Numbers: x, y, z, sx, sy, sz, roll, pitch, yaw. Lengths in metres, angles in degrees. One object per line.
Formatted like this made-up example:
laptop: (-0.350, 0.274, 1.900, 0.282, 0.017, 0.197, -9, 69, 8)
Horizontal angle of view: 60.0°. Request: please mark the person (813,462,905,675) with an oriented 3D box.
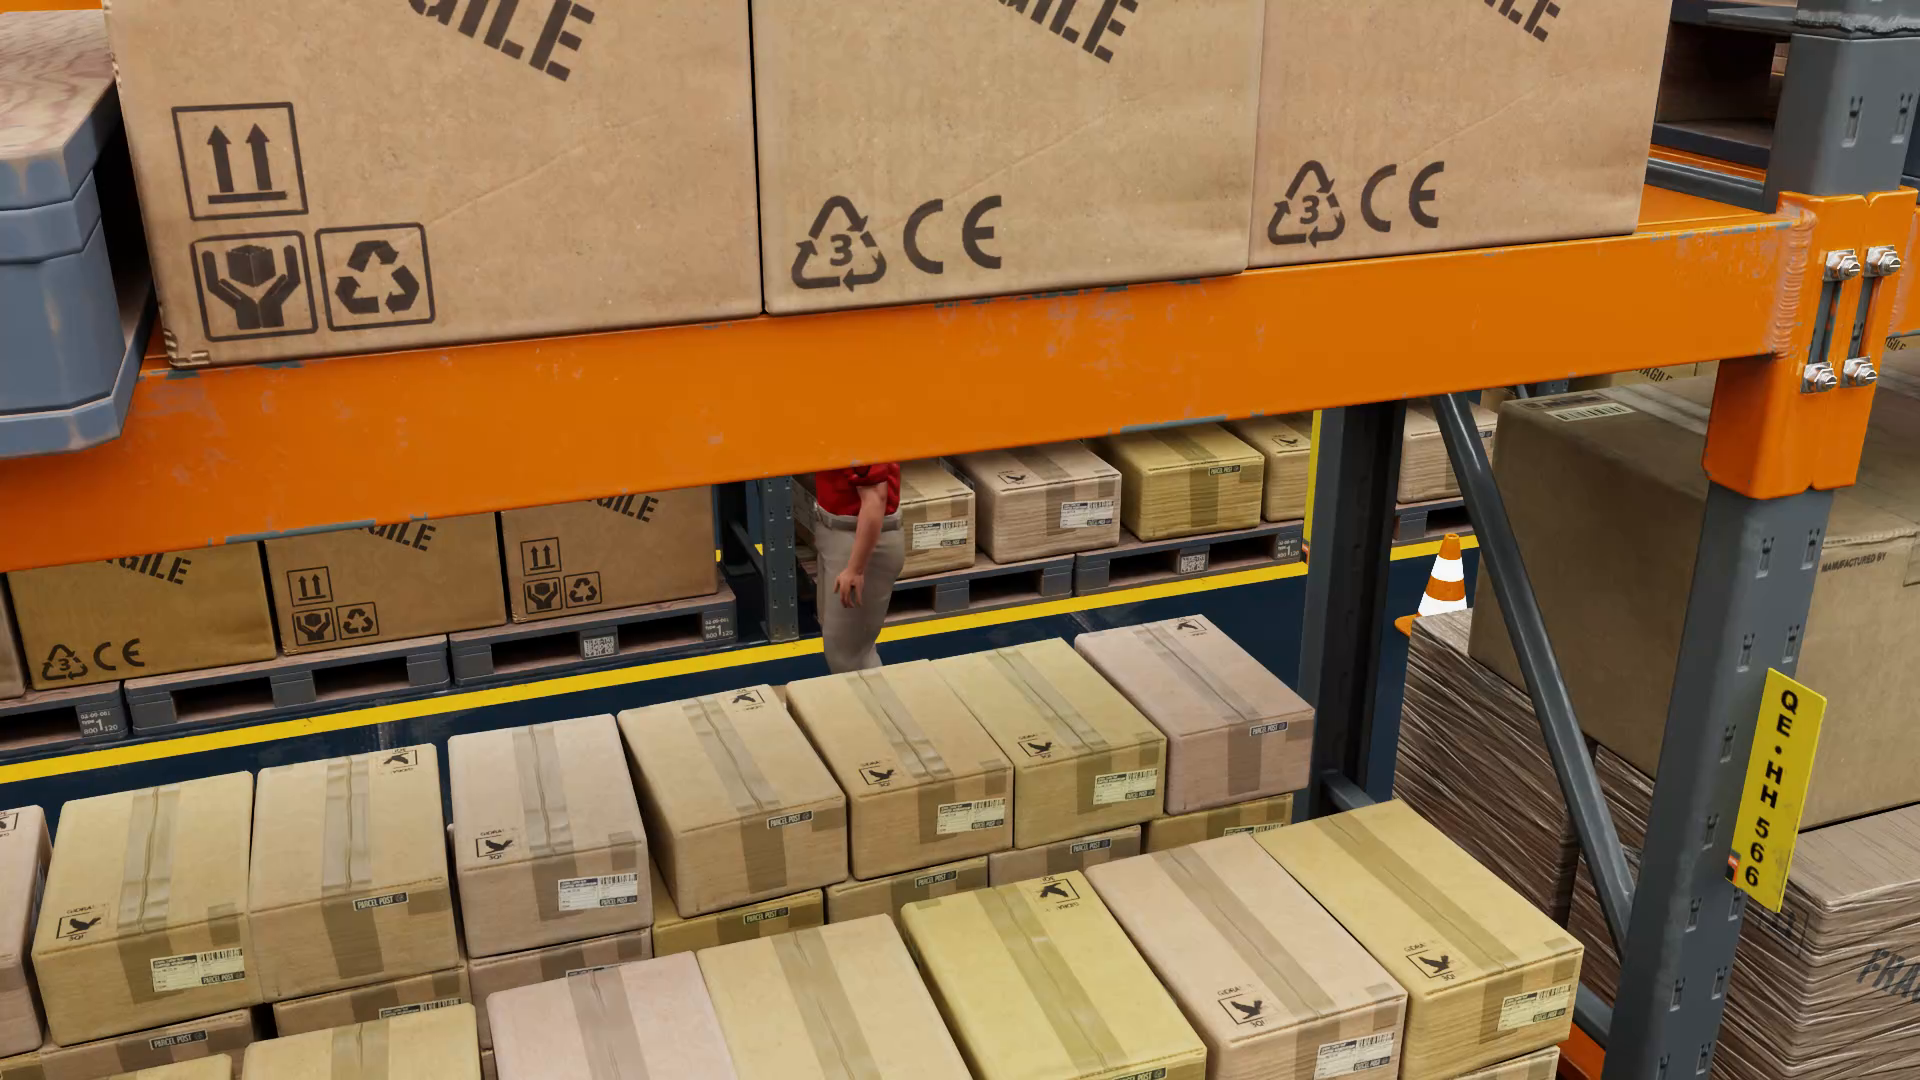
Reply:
person: (-0.405, 0.016, 6.070, 0.384, 1.728, 0.604, -4, 23, -10)
